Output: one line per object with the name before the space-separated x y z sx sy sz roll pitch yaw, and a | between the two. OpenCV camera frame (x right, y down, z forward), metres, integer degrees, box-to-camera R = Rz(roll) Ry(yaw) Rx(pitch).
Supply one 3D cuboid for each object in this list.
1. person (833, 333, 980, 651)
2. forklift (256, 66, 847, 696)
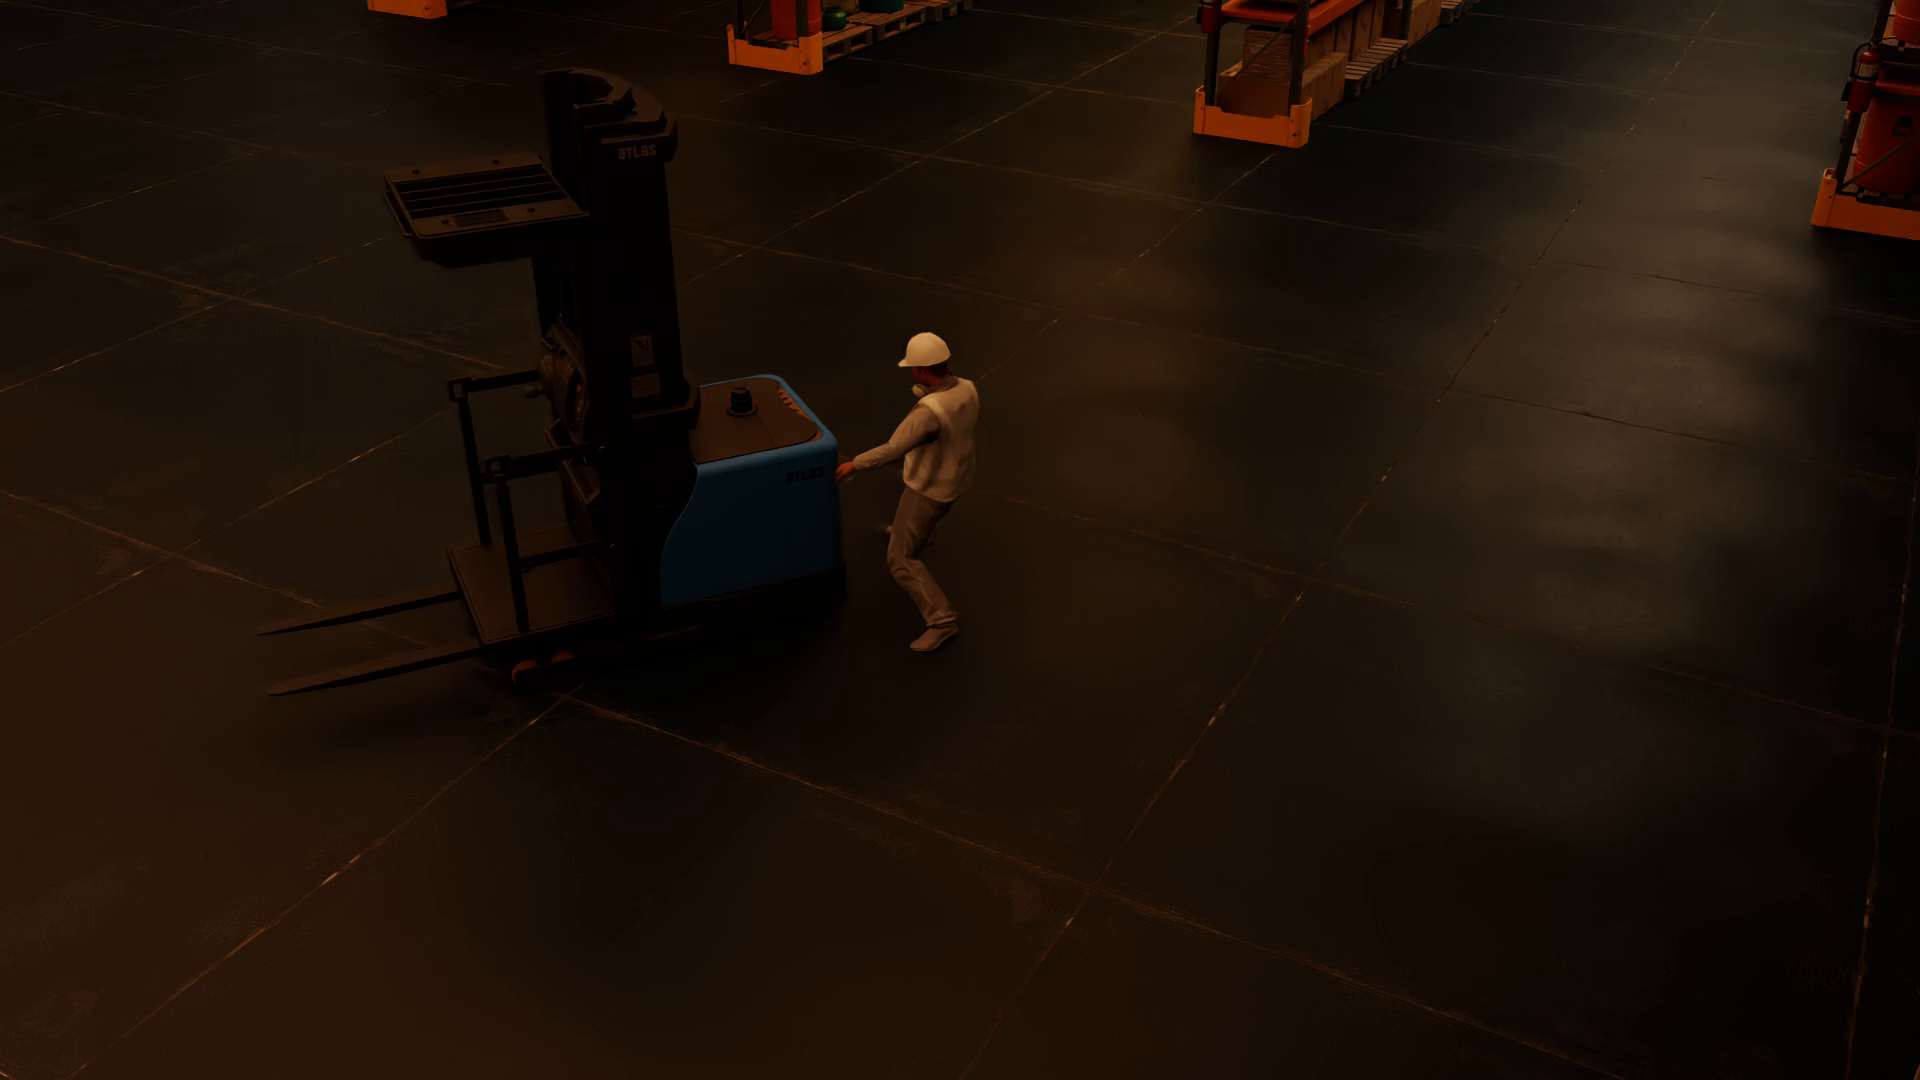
person | -0.249 -0.385 9.119 0.952 1.619 1.052 17 34 27
forklift | -2.193 -0.779 8.420 3.031 2.935 1.130 -13 32 -21
